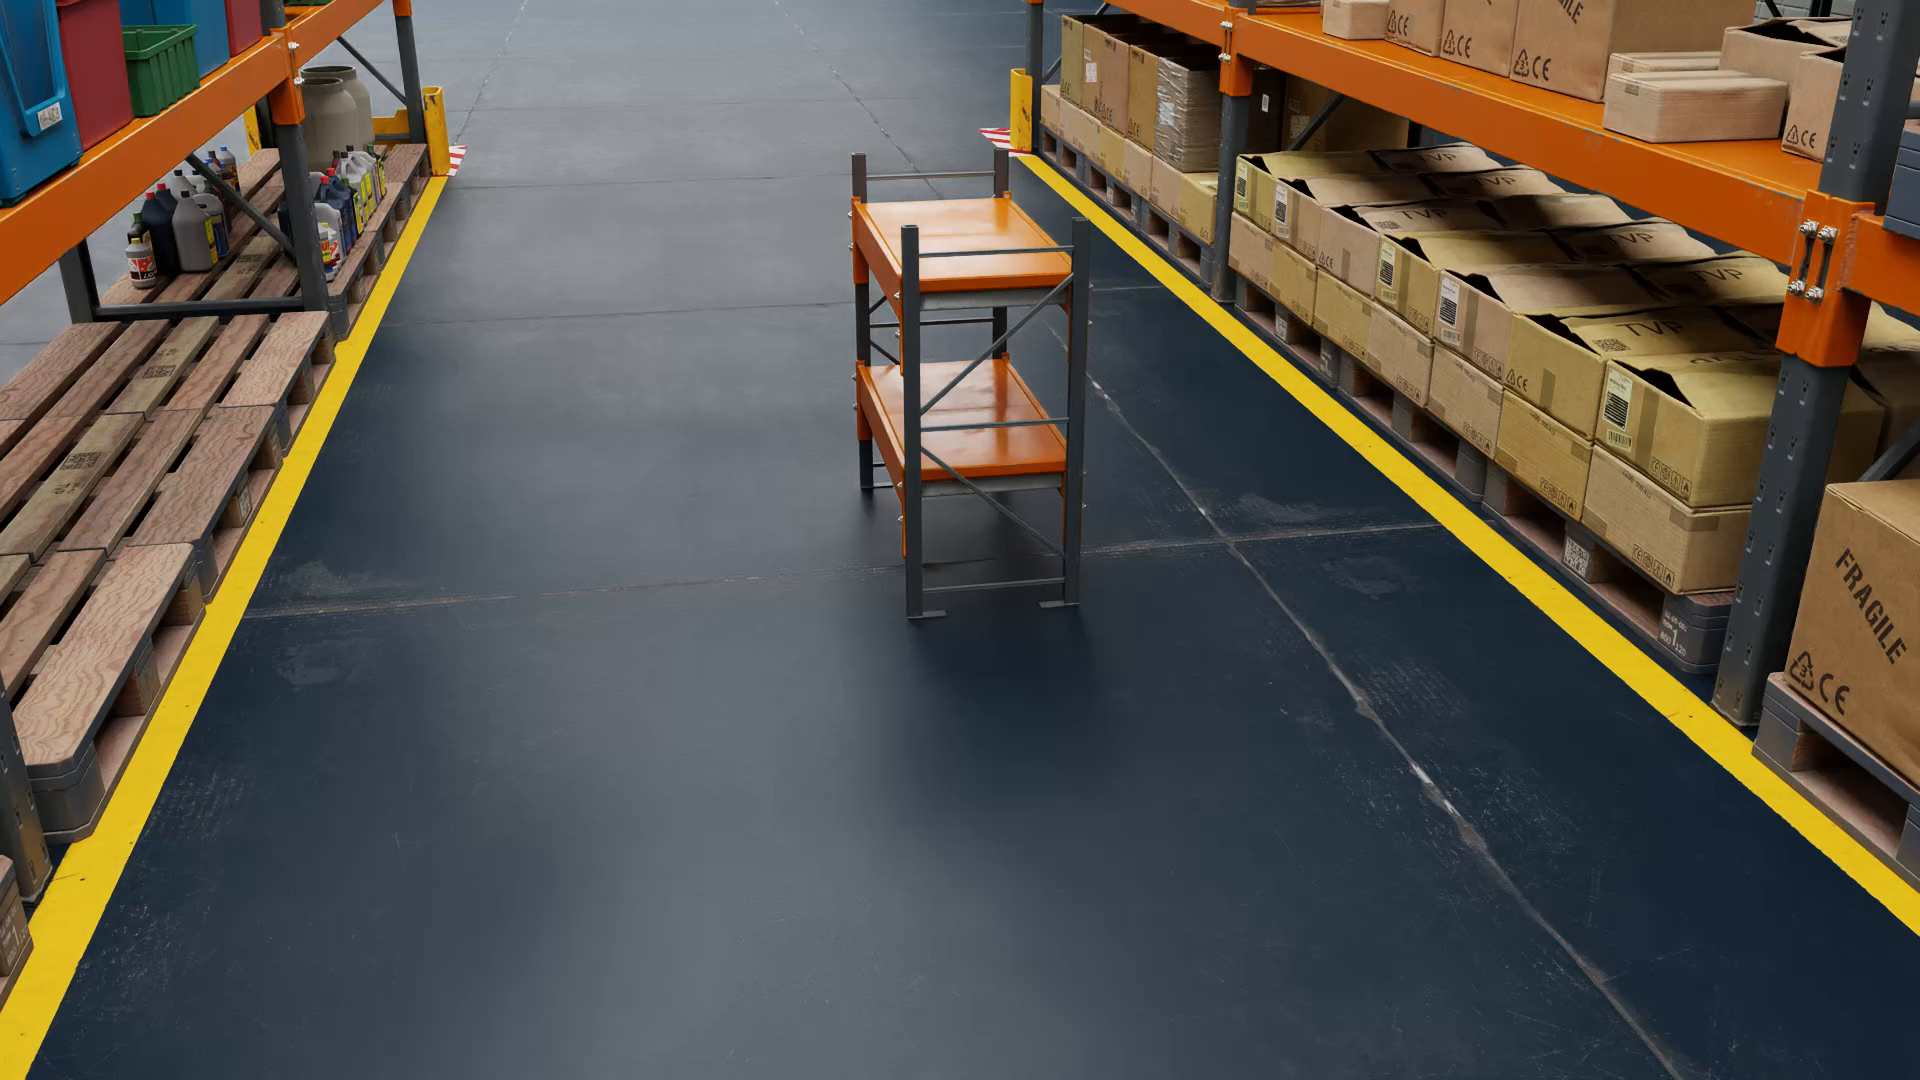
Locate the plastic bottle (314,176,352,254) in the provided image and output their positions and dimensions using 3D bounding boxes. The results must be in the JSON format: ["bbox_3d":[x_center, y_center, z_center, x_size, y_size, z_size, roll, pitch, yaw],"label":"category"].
[{"bbox_3d":[-2.923,-1.503,7.703,0.144,0.351,0.185,-4,24,-8],"label":"plastic bottle"}]

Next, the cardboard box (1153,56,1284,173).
[{"bbox_3d":[1.306,-2.172,8.449,0.500,0.500,0.500,-4,24,-10],"label":"cardboard box"}]

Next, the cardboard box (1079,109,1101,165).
[{"bbox_3d":[1.016,-2.417,9.948,0.500,0.250,0.500,-4,24,-10],"label":"cardboard box"}]

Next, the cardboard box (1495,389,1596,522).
[{"bbox_3d":[1.991,-0.283,5.060,0.500,0.250,0.500,-5,24,-10],"label":"cardboard box"}]

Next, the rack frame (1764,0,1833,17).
[{"bbox_3d":[5.815,-4.474,11.745,1.000,3.000,0.127,-4,24,-10],"label":"rack frame"}]

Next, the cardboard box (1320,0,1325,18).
[{"bbox_3d":[1.821,-2.273,6.894,0.500,0.250,0.500,-3,24,-6],"label":"cardboard box"}]

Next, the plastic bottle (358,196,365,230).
[{"bbox_3d":[-2.987,-1.622,8.162,0.097,0.201,0.097,0,24,0],"label":"plastic bottle"}]

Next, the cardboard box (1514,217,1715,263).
[{"bbox_3d":[2.325,-0.985,5.967,0.500,0.311,0.500,-5,24,-10],"label":"cardboard box"}]

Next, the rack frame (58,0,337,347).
[{"bbox_3d":[-3.181,-2.167,6.464,1.000,3.000,0.127,-4,24,-10],"label":"rack frame"}]

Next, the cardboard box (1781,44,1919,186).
[{"bbox_3d":[2.402,-1.064,4.050,0.500,0.311,0.500,-3,24,-6],"label":"cardboard box"}]

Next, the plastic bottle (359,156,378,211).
[{"bbox_3d":[-3.105,-1.848,8.587,0.152,0.276,0.135,-5,24,-11],"label":"plastic bottle"}]

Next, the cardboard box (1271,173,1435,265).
[{"bbox_3d":[1.606,-1.343,6.788,0.500,0.311,0.500,-5,24,-10],"label":"cardboard box"}]

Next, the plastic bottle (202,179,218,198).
[{"bbox_3d":[-3.583,-1.576,7.955,0.061,0.283,0.133,-4,24,-10],"label":"plastic bottle"}]

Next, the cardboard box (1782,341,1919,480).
[{"bbox_3d":[2.619,-0.376,4.573,0.500,0.311,0.500,-4,24,-8],"label":"cardboard box"}]

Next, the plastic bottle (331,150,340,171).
[{"bbox_3d":[-3.236,-1.898,8.692,0.061,0.283,0.133,-4,24,-10],"label":"plastic bottle"}]

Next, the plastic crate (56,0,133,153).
[{"bbox_3d":[-2.440,-1.281,4.356,0.402,0.464,0.583,-4,24,-10],"label":"plastic crate"}]

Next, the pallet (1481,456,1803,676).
[{"bbox_3d":[2.313,-0.008,5.004,1.003,0.211,1.213,-4,24,-10],"label":"pallet"}]

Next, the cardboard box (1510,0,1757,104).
[{"bbox_3d":[2.101,-1.663,5.186,0.500,0.500,0.500,-6,24,-13],"label":"cardboard box"}]

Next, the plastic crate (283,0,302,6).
[{"bbox_3d":[-3.153,-2.354,6.969,0.767,0.338,0.504,-4,24,-10],"label":"plastic crate"}]

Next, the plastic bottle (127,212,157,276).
[{"bbox_3d":[-3.595,-1.289,7.297,0.061,0.283,0.133,-3,24,-7],"label":"plastic bottle"}]

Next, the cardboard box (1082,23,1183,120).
[{"bbox_3d":[1.027,-2.762,9.800,0.500,0.500,0.500,-4,24,-10],"label":"cardboard box"}]

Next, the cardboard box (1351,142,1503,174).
[{"bbox_3d":[2.044,-1.583,7.338,0.500,0.311,0.500,-4,24,-10],"label":"cardboard box"}]

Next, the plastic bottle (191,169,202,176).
[{"bbox_3d":[-3.773,-1.702,8.257,0.097,0.271,0.097,0,24,0],"label":"plastic bottle"}]

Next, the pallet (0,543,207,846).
[{"bbox_3d":[-2.547,0.377,4.124,1.003,0.211,1.213,-4,24,-10],"label":"pallet"}]

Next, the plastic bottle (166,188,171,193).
[{"bbox_3d":[-3.690,-1.492,7.763,0.061,0.283,0.133,-3,24,-6],"label":"plastic bottle"}]

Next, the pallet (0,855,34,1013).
[{"bbox_3d":[-2.255,0.991,2.717,1.003,0.211,1.213,-4,24,-10],"label":"pallet"}]

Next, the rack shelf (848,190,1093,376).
[{"bbox_3d":[0.001,-0.781,4.902,0.538,0.278,1.000,-4,24,-10],"label":"rack shelf"}]

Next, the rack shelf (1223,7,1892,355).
[{"bbox_3d":[2.057,-1.416,5.643,1.077,0.370,4.000,-4,24,-10],"label":"rack shelf"}]

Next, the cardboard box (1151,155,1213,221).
[{"bbox_3d":[1.304,-1.828,8.599,0.500,0.250,0.500,-4,24,-10],"label":"cardboard box"}]

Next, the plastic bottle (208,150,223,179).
[{"bbox_3d":[-3.868,-1.871,8.629,0.061,0.283,0.133,-4,24,-9],"label":"plastic bottle"}]

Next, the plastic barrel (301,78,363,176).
[{"bbox_3d":[-3.632,-2.342,9.449,0.421,0.512,0.421,0,24,0],"label":"plastic barrel"}]

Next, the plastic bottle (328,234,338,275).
[{"bbox_3d":[-2.828,-1.284,7.389,0.097,0.201,0.097,0,24,0],"label":"plastic bottle"}]

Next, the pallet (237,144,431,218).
[{"bbox_3d":[-3.716,-2.116,9.831,1.003,0.211,1.213,-4,24,-10],"label":"pallet"}]

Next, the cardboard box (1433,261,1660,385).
[{"bbox_3d":[1.895,-0.739,5.404,0.500,0.311,0.500,-4,24,-10],"label":"cardboard box"}]

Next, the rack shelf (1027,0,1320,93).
[{"bbox_3d":[1.317,-2.989,9.245,1.077,0.370,4.000,-4,24,-10],"label":"rack shelf"}]

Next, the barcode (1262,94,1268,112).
[{"bbox_3d":[1.325,-1.897,7.220,0.001,0.075,0.075,-4,24,-10],"label":"barcode"}]

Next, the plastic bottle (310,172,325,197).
[{"bbox_3d":[-3.177,-1.689,8.223,0.152,0.276,0.135,-4,24,-10],"label":"plastic bottle"}]

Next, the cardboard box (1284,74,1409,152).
[{"bbox_3d":[1.909,-2.014,8.087,0.500,0.500,0.500,-4,24,-10],"label":"cardboard box"}]

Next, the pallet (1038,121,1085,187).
[{"bbox_3d":[1.130,-2.530,10.779,1.003,0.211,1.213,-4,24,-10],"label":"pallet"}]

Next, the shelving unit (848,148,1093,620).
[{"bbox_3d":[0.001,-0.513,5.019,0.538,1.125,1.048,-4,24,-10],"label":"shelving unit"}]

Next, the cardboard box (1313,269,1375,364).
[{"bbox_3d":[1.710,-0.883,6.434,0.500,0.250,0.500,-5,24,-11],"label":"cardboard box"}]

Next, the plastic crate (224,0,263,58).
[{"bbox_3d":[-2.791,-2.029,6.067,0.402,0.464,0.583,-4,24,-10],"label":"plastic crate"}]

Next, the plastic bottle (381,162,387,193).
[{"bbox_3d":[-3.151,-1.970,8.959,0.097,0.201,0.097,0,24,0],"label":"plastic bottle"}]
